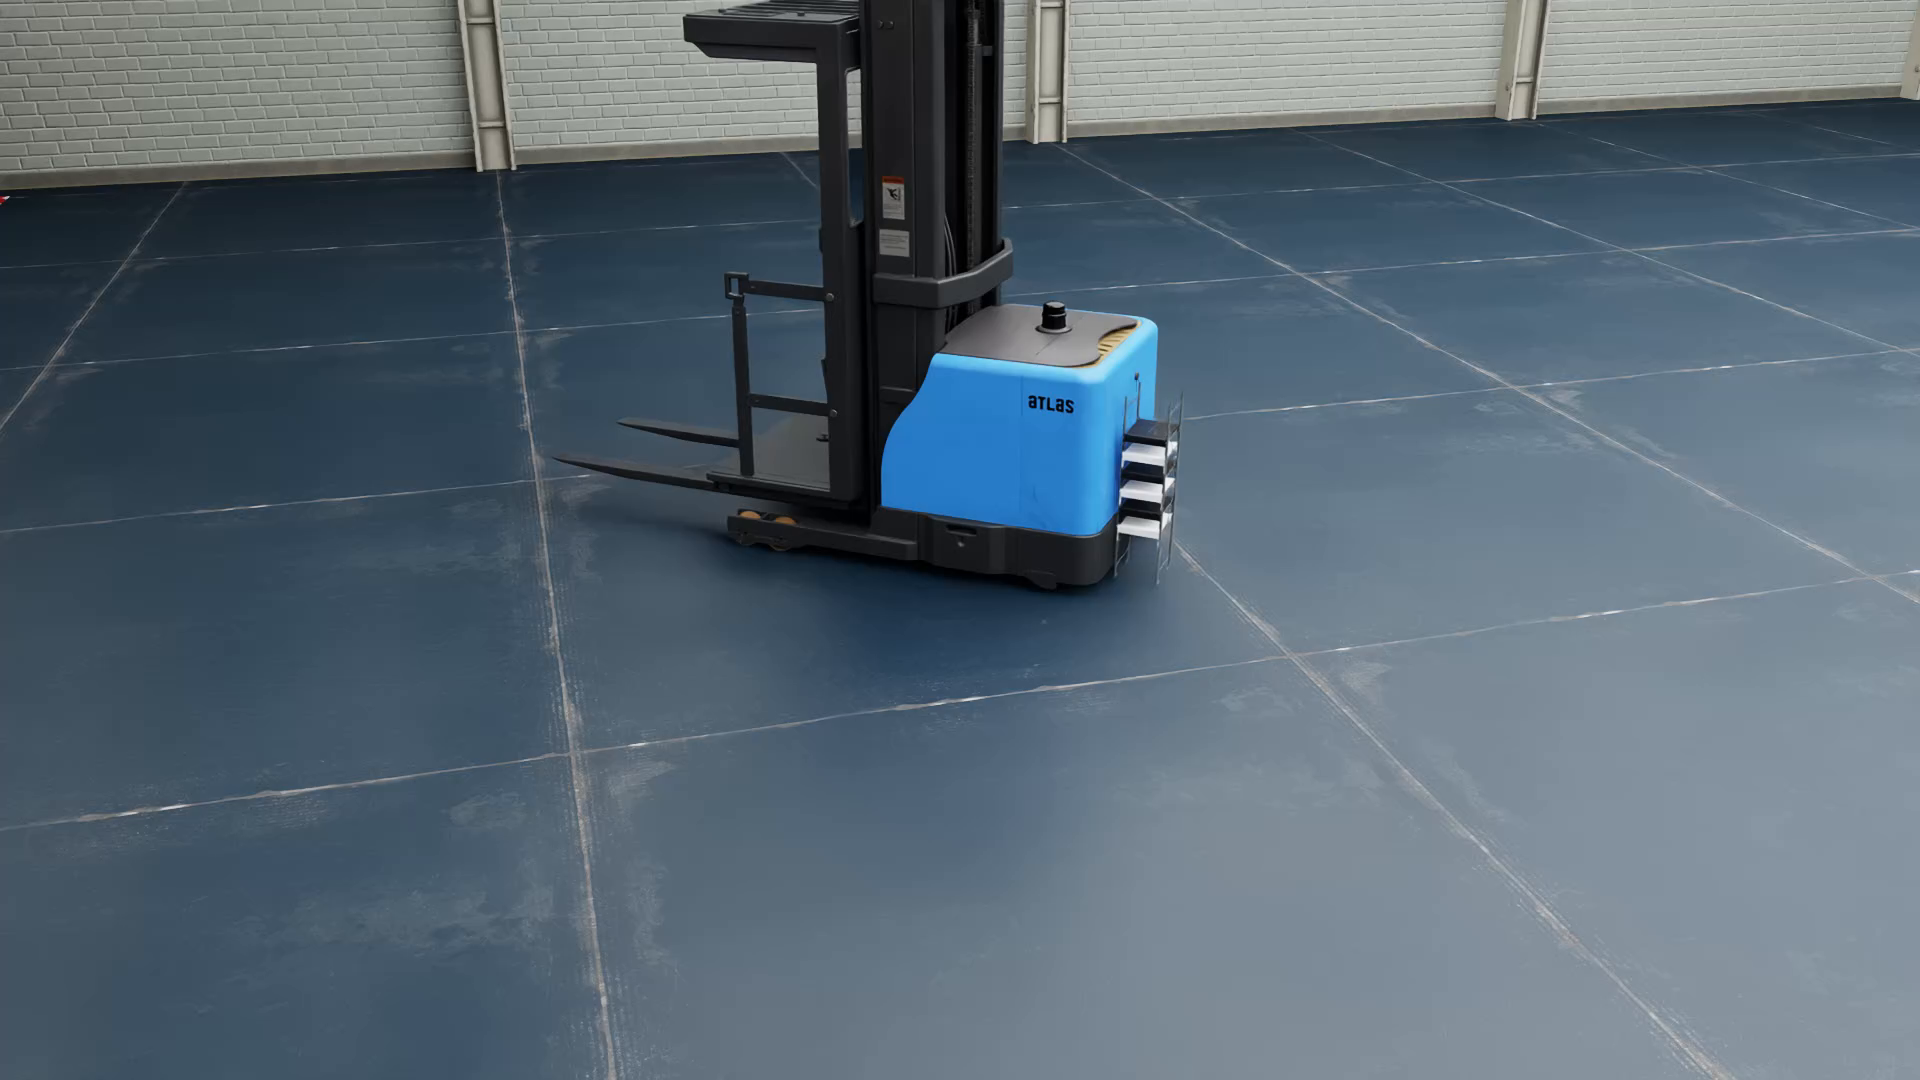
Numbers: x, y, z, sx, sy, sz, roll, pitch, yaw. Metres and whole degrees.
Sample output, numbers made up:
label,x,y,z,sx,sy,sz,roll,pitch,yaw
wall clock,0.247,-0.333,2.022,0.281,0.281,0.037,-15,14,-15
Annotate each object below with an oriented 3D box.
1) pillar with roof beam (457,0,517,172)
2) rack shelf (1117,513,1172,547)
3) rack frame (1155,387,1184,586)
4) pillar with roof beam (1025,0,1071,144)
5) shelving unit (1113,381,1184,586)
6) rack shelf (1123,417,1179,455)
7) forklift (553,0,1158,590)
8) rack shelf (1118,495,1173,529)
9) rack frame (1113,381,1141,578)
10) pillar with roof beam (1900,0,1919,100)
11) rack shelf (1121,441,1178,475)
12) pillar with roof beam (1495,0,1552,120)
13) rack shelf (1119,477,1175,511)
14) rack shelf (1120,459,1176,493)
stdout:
label,x,y,z,sx,sy,sz,roll,pitch,yaw
pillar with roof beam,-3.645,-6.361,11.662,0.400,9.000,9.100,-6,24,-14
rack shelf,0.868,-0.064,7.791,0.200,0.077,0.258,10,25,19
rack frame,0.967,-0.242,7.672,0.006,0.900,0.240,10,25,19
pillar with roof beam,2.132,-7.000,13.152,0.400,9.000,9.100,-6,24,-14
shelving unit,0.873,-0.259,7.706,0.210,0.900,0.258,10,25,19
rack shelf,0.878,-0.475,7.611,0.200,0.077,0.258,10,25,19
forklift,-0.601,-1.474,7.968,3.031,2.935,1.130,9,25,20
rack shelf,0.870,-0.146,7.755,0.200,0.077,0.258,10,25,19
rack frame,0.778,-0.276,7.739,0.006,0.900,0.240,10,25,19
pillar with roof beam,13.686,-8.278,16.131,0.400,9.000,9.100,-6,24,-14
rack shelf,0.876,-0.393,7.647,0.200,0.077,0.258,10,25,19
pillar with roof beam,7.909,-7.639,14.641,0.400,9.000,9.100,-6,24,-14
rack shelf,0.872,-0.228,7.719,0.200,0.077,0.258,10,25,19
rack shelf,0.874,-0.311,7.683,0.200,0.077,0.258,10,25,19
